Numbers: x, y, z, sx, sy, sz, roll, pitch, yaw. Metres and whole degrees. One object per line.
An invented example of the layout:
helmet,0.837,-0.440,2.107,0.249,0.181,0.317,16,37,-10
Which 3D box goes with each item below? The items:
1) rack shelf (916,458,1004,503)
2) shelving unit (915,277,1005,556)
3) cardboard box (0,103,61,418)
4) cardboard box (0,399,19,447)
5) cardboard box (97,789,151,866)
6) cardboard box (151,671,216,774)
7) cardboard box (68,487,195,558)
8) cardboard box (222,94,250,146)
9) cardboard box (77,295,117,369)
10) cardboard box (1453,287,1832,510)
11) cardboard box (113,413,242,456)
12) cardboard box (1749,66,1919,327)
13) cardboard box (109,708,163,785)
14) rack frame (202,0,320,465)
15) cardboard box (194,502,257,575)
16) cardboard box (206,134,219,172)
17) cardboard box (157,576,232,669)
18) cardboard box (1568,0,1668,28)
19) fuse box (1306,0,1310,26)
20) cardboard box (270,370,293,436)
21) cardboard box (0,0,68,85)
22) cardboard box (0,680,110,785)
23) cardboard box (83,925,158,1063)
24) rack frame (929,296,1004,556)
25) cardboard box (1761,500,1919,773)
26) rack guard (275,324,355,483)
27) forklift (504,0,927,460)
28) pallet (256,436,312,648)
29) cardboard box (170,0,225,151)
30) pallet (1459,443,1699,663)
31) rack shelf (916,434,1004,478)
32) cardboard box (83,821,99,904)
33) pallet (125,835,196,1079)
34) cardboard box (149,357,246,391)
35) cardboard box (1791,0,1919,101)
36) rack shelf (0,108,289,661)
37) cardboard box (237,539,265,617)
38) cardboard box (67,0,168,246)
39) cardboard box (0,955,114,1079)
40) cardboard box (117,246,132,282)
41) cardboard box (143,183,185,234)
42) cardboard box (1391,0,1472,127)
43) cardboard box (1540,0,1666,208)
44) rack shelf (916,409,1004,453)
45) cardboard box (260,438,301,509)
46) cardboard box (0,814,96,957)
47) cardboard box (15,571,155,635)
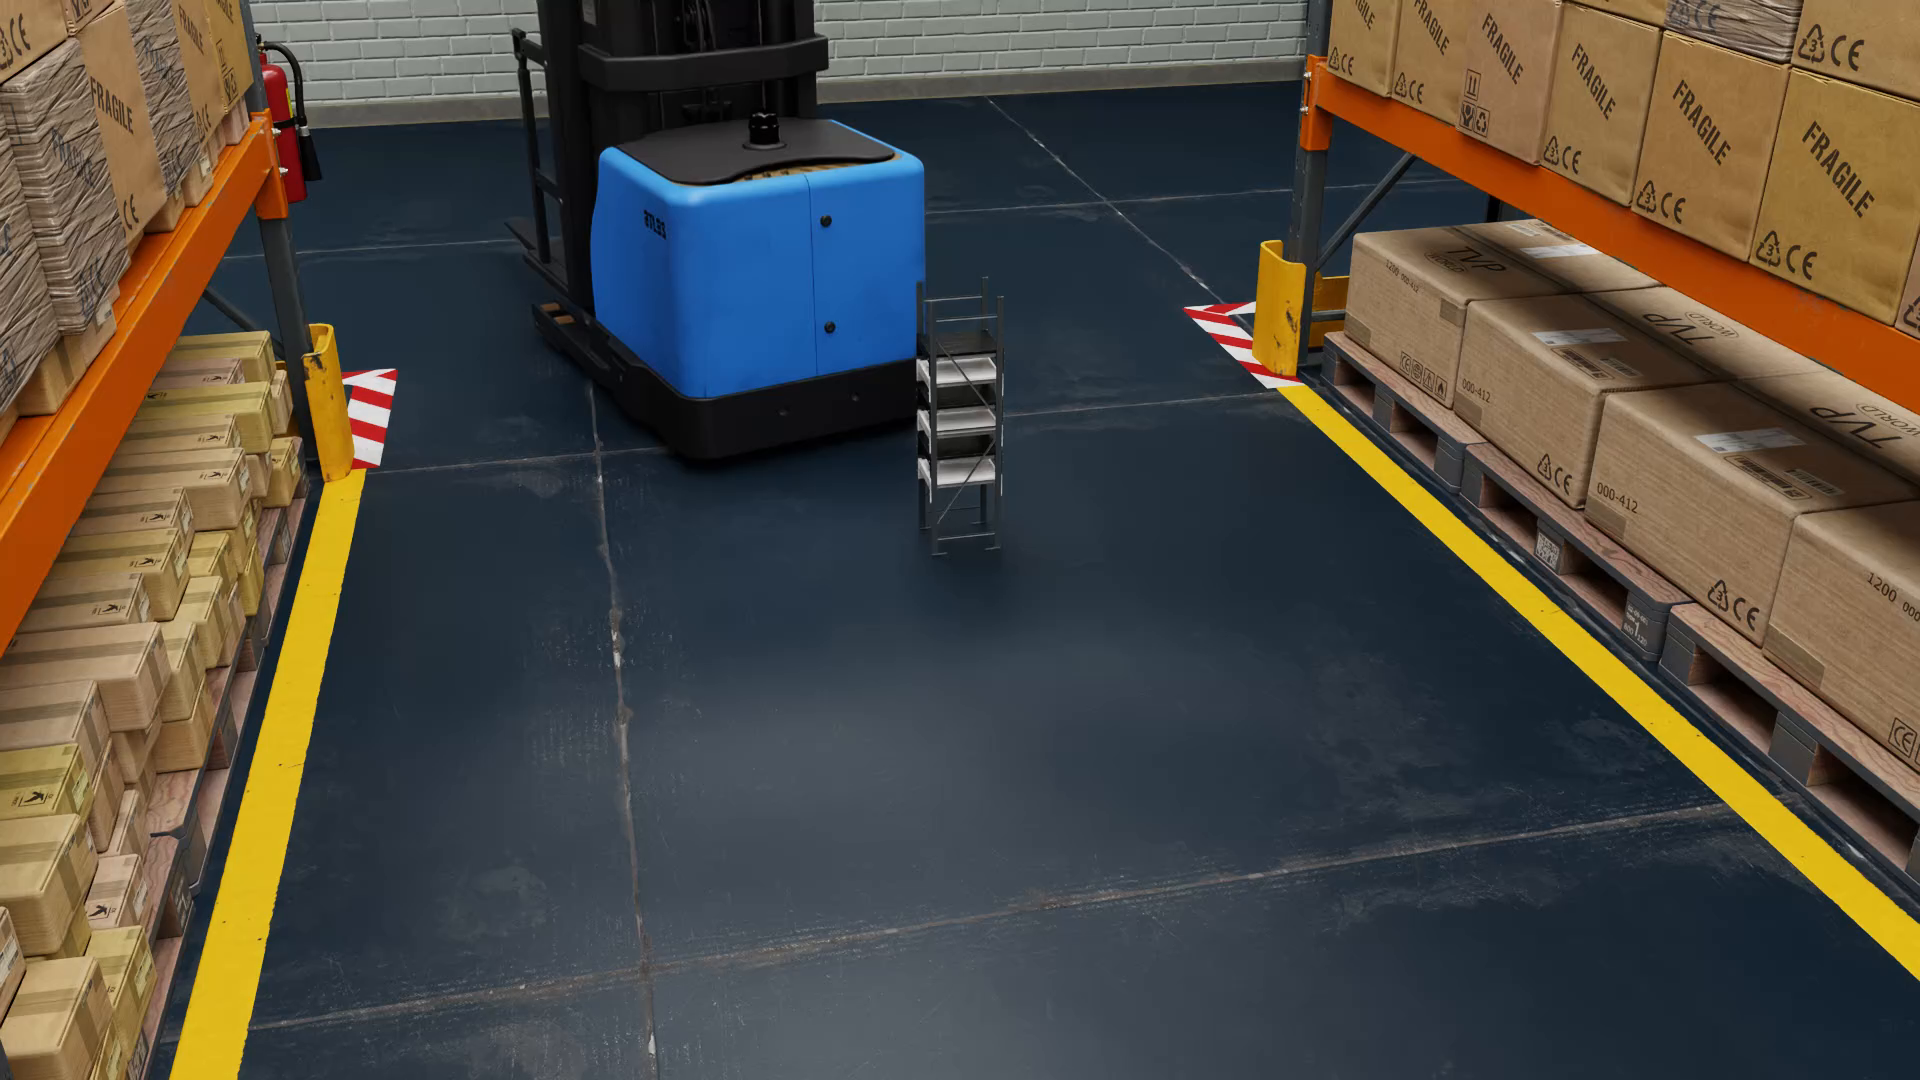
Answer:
rack shelf,-0.002,-0.215,5.650,0.258,0.077,0.200,-6,27,-12
shelving unit,-0.002,-0.405,5.554,0.258,0.900,0.210,-6,27,-12
cardboard box,-1.987,-0.492,2.954,0.500,0.500,0.500,-6,27,-12
cardboard box,-2.045,-0.237,3.170,0.380,0.149,0.250,-7,28,-14
cardboard box,-2.044,0.711,3.710,0.380,0.149,0.250,-7,28,-13
cardboard box,-2.104,0.473,4.182,0.380,0.149,0.250,-7,28,-13
cardboard box,-2.292,-0.008,4.475,0.380,0.149,0.250,-7,28,-13
cardboard box,-2.555,-1.384,5.442,0.380,0.149,0.250,-6,27,-12
cardboard box,-2.092,-0.473,3.637,0.380,0.149,0.250,-5,27,-9
cardboard box,2.356,-0.521,5.830,0.875,0.438,0.875,-5,27,-10
cardboard box,-2.359,-0.247,4.949,0.380,0.149,0.250,-7,28,-14
cardboard box,2.322,-0.849,3.993,0.500,0.500,0.500,-7,28,-13
cardboard box,-2.104,0.459,3.879,0.380,0.149,0.250,-5,27,-9
rack frame,-2.904,-1.611,5.612,1.000,3.000,0.127,-6,27,-12
cardboard box,-2.259,-0.001,4.792,0.380,0.149,0.250,-6,27,-11
cardboard box,-2.465,-1.162,5.003,0.380,0.149,0.250,-6,27,-12
cardboard box,-2.130,0.231,4.331,0.380,0.149,0.250,-6,27,-11
cardboard box,2.087,-1.739,4.645,0.500,0.500,0.500,-6,27,-11
fuse box,2.682,-4.205,12.182,0.539,1.711,0.414,-6,27,-12
cardboard box,-2.507,-0.455,5.691,0.380,0.149,0.250,-7,28,-13
cardboard box,-2.082,-1.152,3.152,0.500,0.500,0.500,-5,27,-11
cardboard box,-2.069,0.448,3.572,0.380,0.149,0.250,-7,28,-13
cardboard box,-1.832,0.921,3.294,0.380,0.149,0.250,-5,27,-10
rack frame,0.021,-0.361,5.466,0.240,0.900,0.006,-6,27,-12
cardboard box,2.760,0.268,4.267,0.875,0.438,0.875,-6,27,-12
rack guard,-2.887,-0.461,6.109,1.175,0.500,0.348,-6,27,-12
forklift,-1.285,-2.234,6.923,1.130,2.935,3.031,-14,30,-26
pallet,-2.738,0.028,5.461,1.003,0.211,1.213,-6,27,-12
cardboard box,-2.441,-1.390,4.734,0.500,0.500,0.500,-6,27,-12
pallet,2.424,-0.035,5.585,1.003,0.211,1.213,-6,27,-12
rack shelf,-0.002,-0.295,5.610,0.258,0.077,0.200,-6,27,-12
cardboard box,-2.007,0.701,3.400,0.380,0.149,0.250,-6,27,-12
pallet,-2.189,1.099,3.338,1.003,0.211,1.213,-6,27,-12
cardboard box,-2.537,-0.468,5.386,0.380,0.149,0.250,-5,27,-11
cardboard box,2.315,-1.295,3.767,0.500,0.500,0.500,-6,27,-12
rack shelf,-2.453,-0.411,4.035,1.077,0.370,4.000,-6,27,-12
cardboard box,-2.263,0.125,4.872,0.380,0.149,0.250,-7,28,-14
cardboard box,-2.215,-0.949,3.860,0.500,0.500,0.500,-5,27,-9
cardboard box,-1.773,0.906,2.993,0.380,0.149,0.250,-5,27,-9
cardboard box,-2.275,-0.695,4.076,0.380,0.149,0.250,-5,27,-11
cardboard box,-2.354,-0.934,4.551,0.380,0.149,0.250,-7,28,-14
cardboard box,1.865,-1.743,5.764,0.500,0.500,0.500,-6,27,-12
cardboard box,2.092,-1.300,4.885,0.500,0.500,0.500,-5,27,-10
rack shelf,-0.002,-0.376,5.569,0.258,0.077,0.200,-6,27,-12
cardboard box,-2.426,-0.213,5.541,0.380,0.149,0.250,-5,27,-10
cardboard box,-1.883,0.666,3.139,0.380,0.149,0.250,-5,27,-9
cardboard box,-2.188,0.216,4.030,0.380,0.149,0.250,-7,28,-14
